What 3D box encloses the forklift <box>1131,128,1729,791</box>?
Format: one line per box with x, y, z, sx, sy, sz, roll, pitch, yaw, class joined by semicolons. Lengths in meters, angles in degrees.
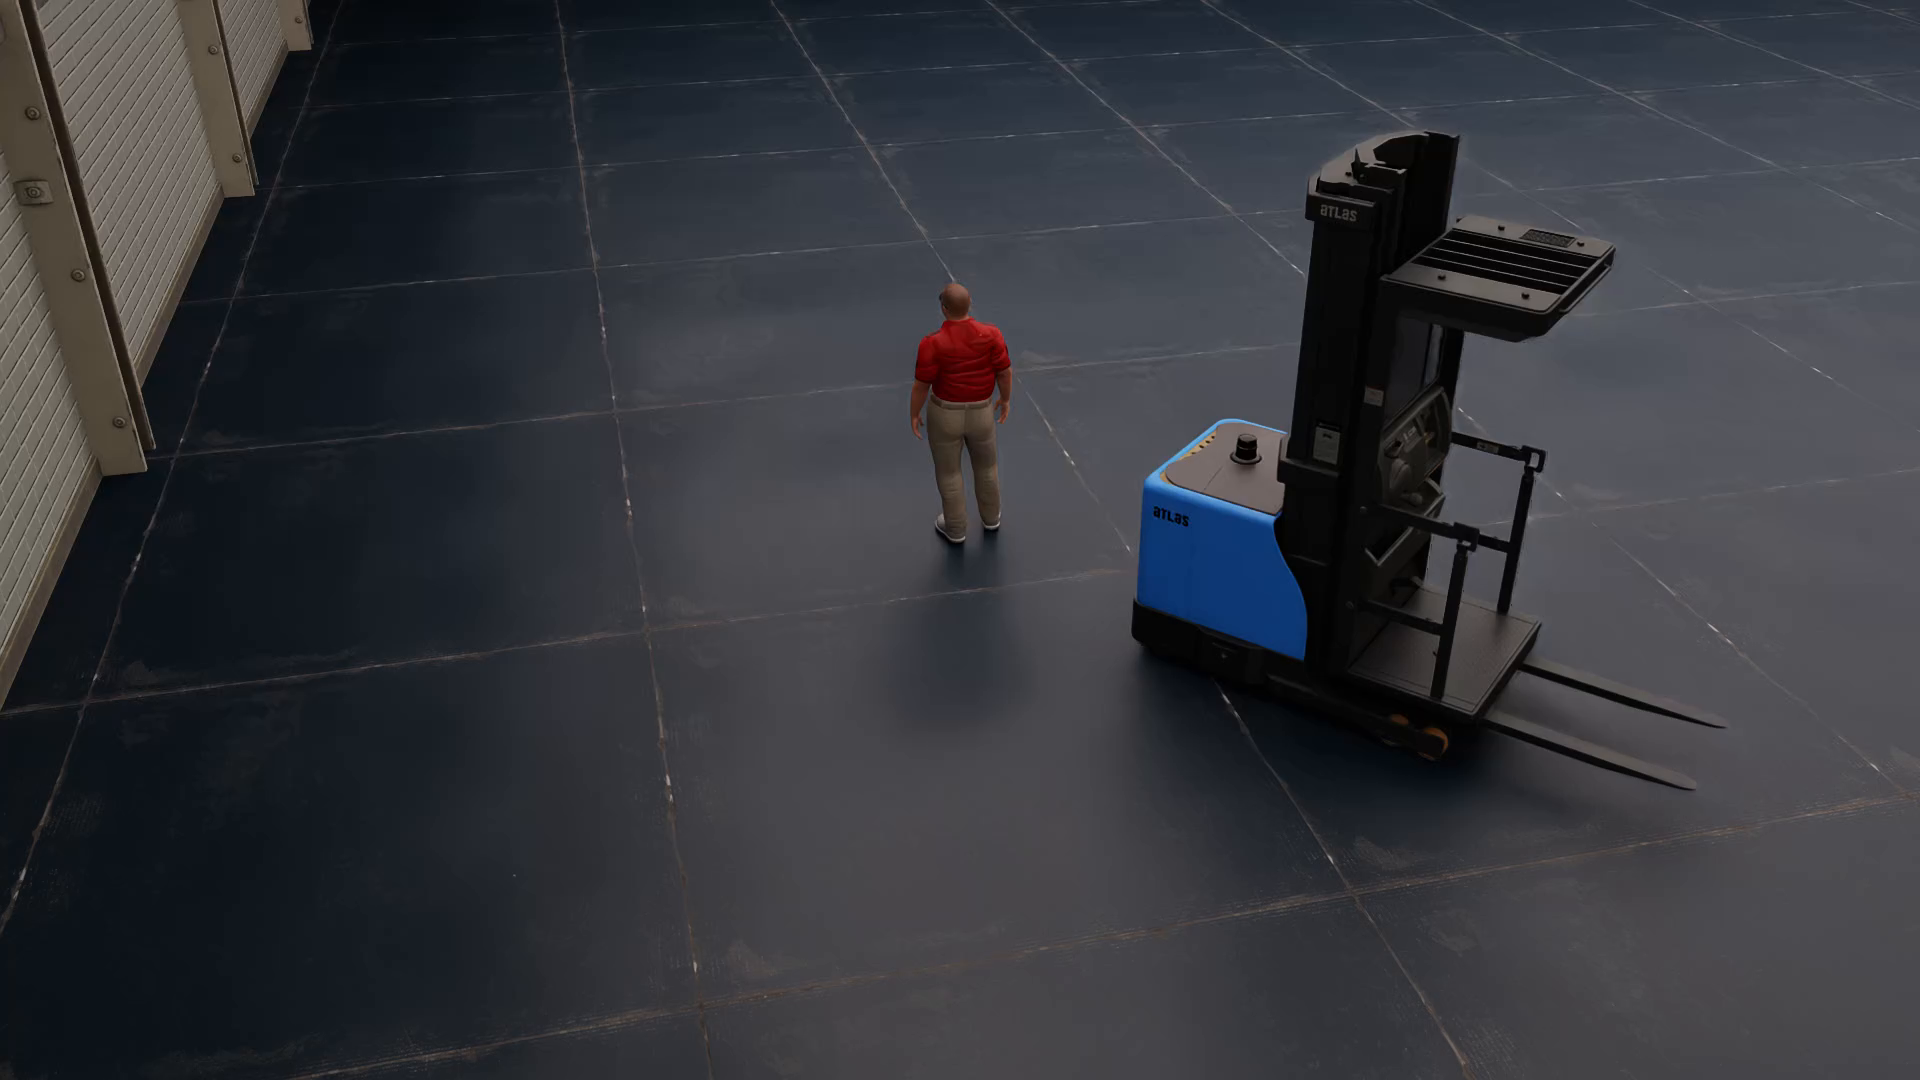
2.475;-0.443;8.340;3.031;2.935;1.130;19;35;30;forklift

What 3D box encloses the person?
-0.009;-0.799;10.141;0.640;1.727;0.551;-7;31;-12;person
